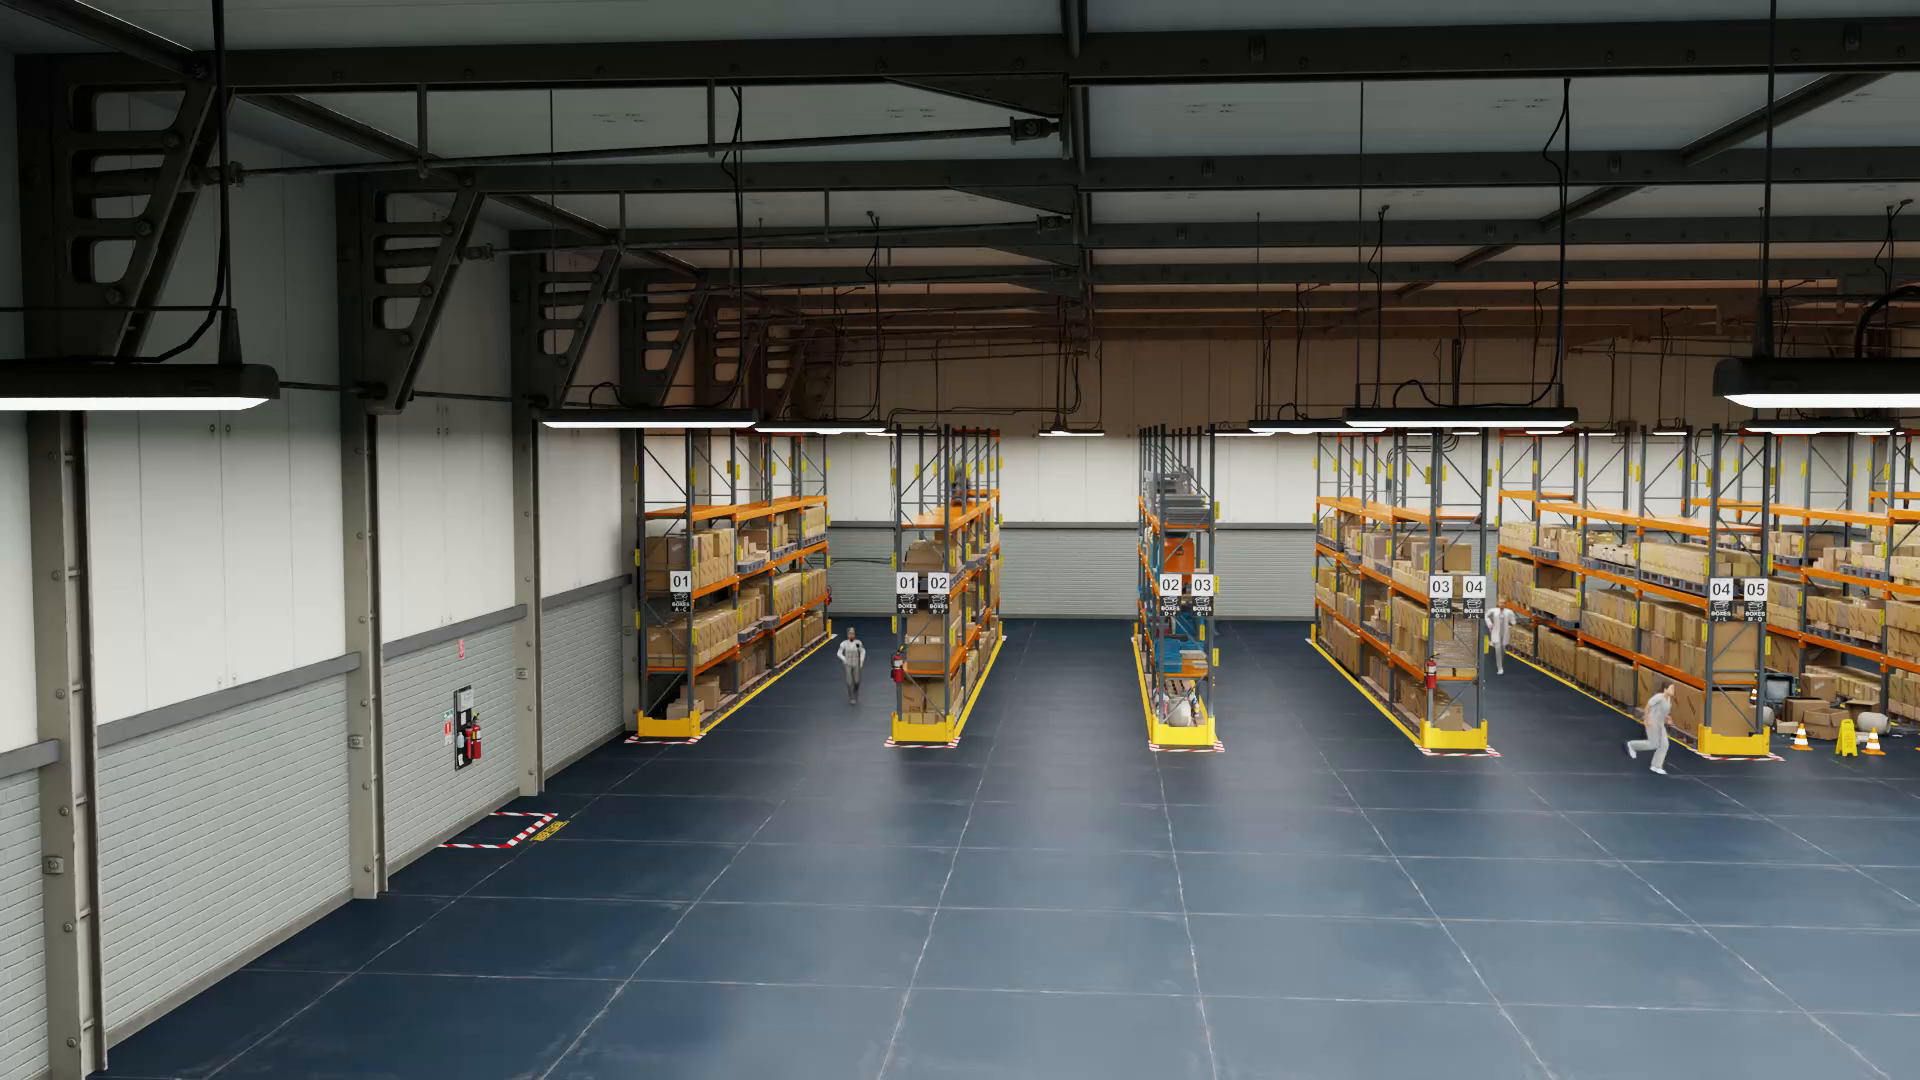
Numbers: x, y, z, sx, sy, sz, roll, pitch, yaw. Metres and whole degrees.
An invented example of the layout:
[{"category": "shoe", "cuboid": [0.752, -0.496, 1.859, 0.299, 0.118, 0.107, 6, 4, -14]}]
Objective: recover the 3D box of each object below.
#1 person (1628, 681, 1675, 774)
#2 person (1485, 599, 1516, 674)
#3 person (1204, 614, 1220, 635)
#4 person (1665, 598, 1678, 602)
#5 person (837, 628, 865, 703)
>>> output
[{"category": "person", "cuboid": [11.934, 3.199, 28.700, 0.561, 1.613, 0.812, -3, 5, -42]}, {"category": "person", "cuboid": [13.274, 2.337, 40.812, 0.703, 1.802, 1.046, 0, 3, 7]}, {"category": "person", "cuboid": [7.162, 1.983, 48.600, 0.916, 1.652, 0.575, 1, 4, 16]}, {"category": "person", "cuboid": [20.406, 2.014, 47.451, 0.859, 1.599, 0.529, 0, 3, 0]}, {"category": "person", "cuboid": [-2.333, 2.710, 35.838, 0.614, 1.651, 0.542, 0, 3, -7]}]
